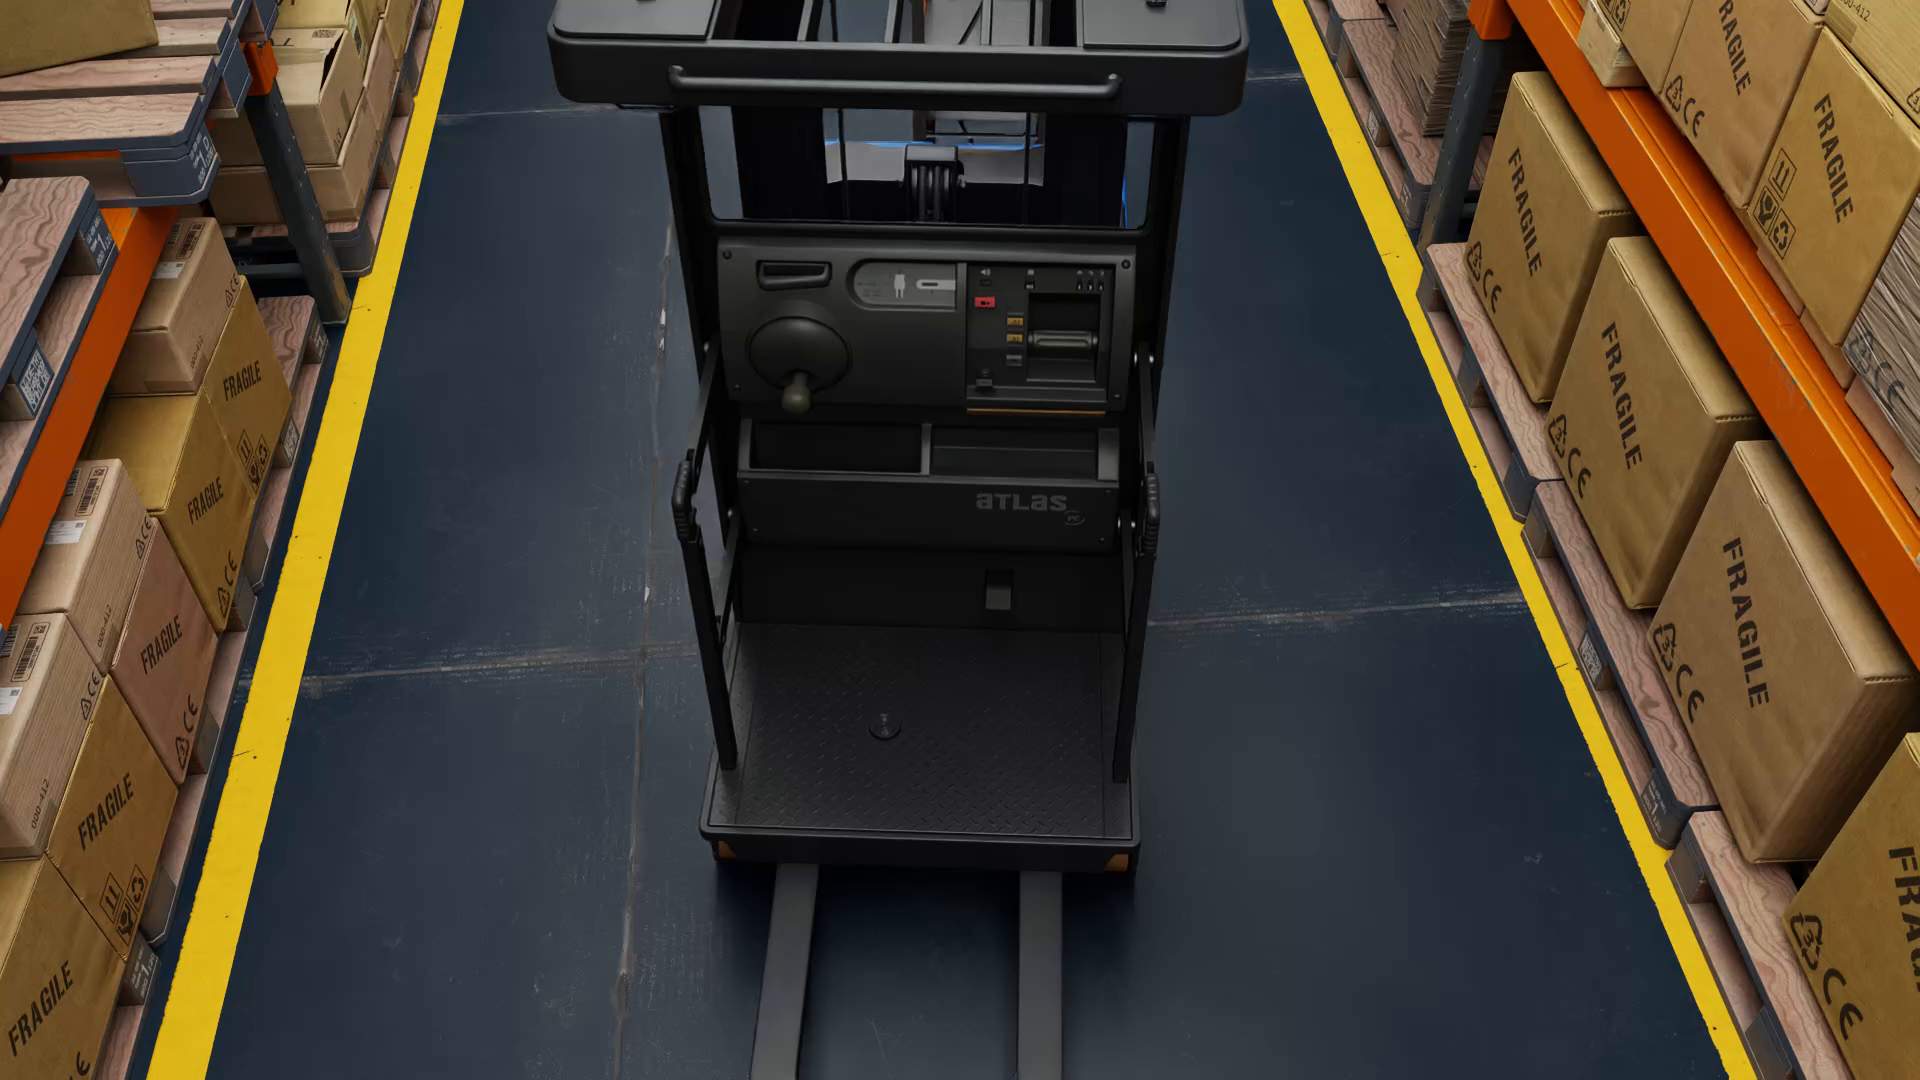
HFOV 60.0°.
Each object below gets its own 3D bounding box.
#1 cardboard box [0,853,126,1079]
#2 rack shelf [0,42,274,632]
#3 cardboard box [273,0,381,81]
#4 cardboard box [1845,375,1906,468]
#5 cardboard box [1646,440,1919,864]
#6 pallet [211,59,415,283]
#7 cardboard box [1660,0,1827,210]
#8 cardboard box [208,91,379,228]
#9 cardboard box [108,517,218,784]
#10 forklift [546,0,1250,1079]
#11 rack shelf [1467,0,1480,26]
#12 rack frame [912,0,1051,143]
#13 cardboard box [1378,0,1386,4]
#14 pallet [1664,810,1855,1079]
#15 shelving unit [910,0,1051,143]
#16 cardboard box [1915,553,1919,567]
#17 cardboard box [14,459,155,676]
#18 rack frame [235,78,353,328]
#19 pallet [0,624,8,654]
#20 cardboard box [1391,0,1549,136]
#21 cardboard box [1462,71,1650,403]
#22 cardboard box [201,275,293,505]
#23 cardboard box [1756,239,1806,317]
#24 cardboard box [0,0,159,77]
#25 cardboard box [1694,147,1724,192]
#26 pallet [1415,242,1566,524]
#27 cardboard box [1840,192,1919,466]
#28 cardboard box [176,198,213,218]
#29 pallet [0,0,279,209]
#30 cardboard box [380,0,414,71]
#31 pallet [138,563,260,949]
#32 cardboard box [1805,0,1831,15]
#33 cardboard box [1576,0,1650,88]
[{"bbox_3d":[-2.227,1.038,3.620,0.500,0.500,0.500,-3,47,-3],"label":"cardboard box"},{"bbox_3d":[-2.541,-0.120,3.793,1.077,0.370,4.000,-3,47,-3],"label":"rack shelf"},{"bbox_3d":[-2.512,-1.983,6.280,0.500,0.311,0.500,-5,47,-4],"label":"cardboard box"},{"bbox_3d":[2.190,-0.294,3.622,0.380,0.149,0.250,-5,47,-4],"label":"cardboard box"},{"bbox_3d":[2.301,0.265,4.124,0.750,0.750,0.750,-2,47,-2],"label":"cardboard box"},{"bbox_3d":[-2.738,-1.454,6.481,1.003,0.211,1.213,-3,47,-3],"label":"pallet"},{"bbox_3d":[2.088,-1.156,3.992,0.500,0.500,0.500,-4,47,-3],"label":"cardboard box"},{"bbox_3d":[-2.459,-1.410,6.124,0.500,0.250,0.500,-4,47,-3],"label":"cardboard box"},{"bbox_3d":[-2.303,0.310,4.309,0.500,0.500,0.500,-5,47,-5],"label":"cardboard box"},{"bbox_3d":[-0.082,-0.376,3.587,1.130,2.935,3.031,2,47,2],"label":"forklift"},{"bbox_3d":[2.060,-3.318,6.822,1.077,0.370,4.000,-3,47,-3],"label":"rack shelf"},{"bbox_3d":[0.065,-1.202,4.942,0.400,2.100,0.015,2,47,2],"label":"rack frame"},{"bbox_3d":[2.118,-2.665,7.127,0.700,0.500,0.500,-4,47,-4],"label":"cardboard box"},{"bbox_3d":[2.423,1.181,3.986,1.003,0.211,1.213,-3,47,-3],"label":"pallet"},{"bbox_3d":[0.075,-1.379,5.110,0.431,2.100,0.503,2,47,2],"label":"shelving unit"},{"bbox_3d":[2.150,0.069,3.278,0.380,0.149,0.250,-3,47,-3],"label":"cardboard box"},{"bbox_3d":[-2.297,0.079,4.012,0.500,0.250,0.500,-4,47,-4],"label":"cardboard box"},{"bbox_3d":[-2.708,-1.815,4.903,1.000,3.000,0.127,-3,47,-3],"label":"rack frame"},{"bbox_3d":[-2.331,0.561,2.785,1.003,0.211,1.213,-3,47,-3],"label":"pallet"},{"bbox_3d":[2.116,-1.928,6.428,0.700,0.500,0.500,-3,47,-3],"label":"cardboard box"},{"bbox_3d":[2.159,-0.984,5.307,0.750,0.750,0.750,-4,47,-4],"label":"cardboard box"},{"bbox_3d":[-2.396,-0.444,5.023,0.500,0.500,0.500,-2,47,-2],"label":"cardboard box"},{"bbox_3d":[2.164,-0.677,3.985,0.380,0.149,0.250,-3,47,-3],"label":"cardboard box"},{"bbox_3d":[-2.543,-1.545,4.289,0.700,0.500,0.500,-18,49,-16],"label":"cardboard box"},{"bbox_3d":[2.149,-1.045,4.333,0.380,0.149,0.250,-3,47,-2],"label":"cardboard box"},{"bbox_3d":[2.219,-0.584,5.658,1.003,0.211,1.213,-3,47,-3],"label":"pallet"},{"bbox_3d":[2.187,-0.419,3.293,0.500,0.500,0.500,-3,47,-3],"label":"cardboard box"},{"bbox_3d":[-2.995,-1.379,6.095,0.500,0.250,0.500,-2,47,-2],"label":"cardboard box"},{"bbox_3d":[-2.582,-1.262,4.512,1.213,0.211,1.003,-3,47,-3],"label":"pallet"},{"bbox_3d":[-2.552,-2.150,6.824,0.500,0.250,0.500,-5,47,-4],"label":"cardboard box"},{"bbox_3d":[-2.584,0.567,4.567,1.003,0.211,1.213,-3,47,-3],"label":"pallet"},{"bbox_3d":[2.100,-1.425,3.730,0.500,0.250,0.500,-3,47,-3],"label":"cardboard box"},{"bbox_3d":[1.975,-1.406,4.675,0.380,0.149,0.250,-2,47,-2],"label":"cardboard box"}]
